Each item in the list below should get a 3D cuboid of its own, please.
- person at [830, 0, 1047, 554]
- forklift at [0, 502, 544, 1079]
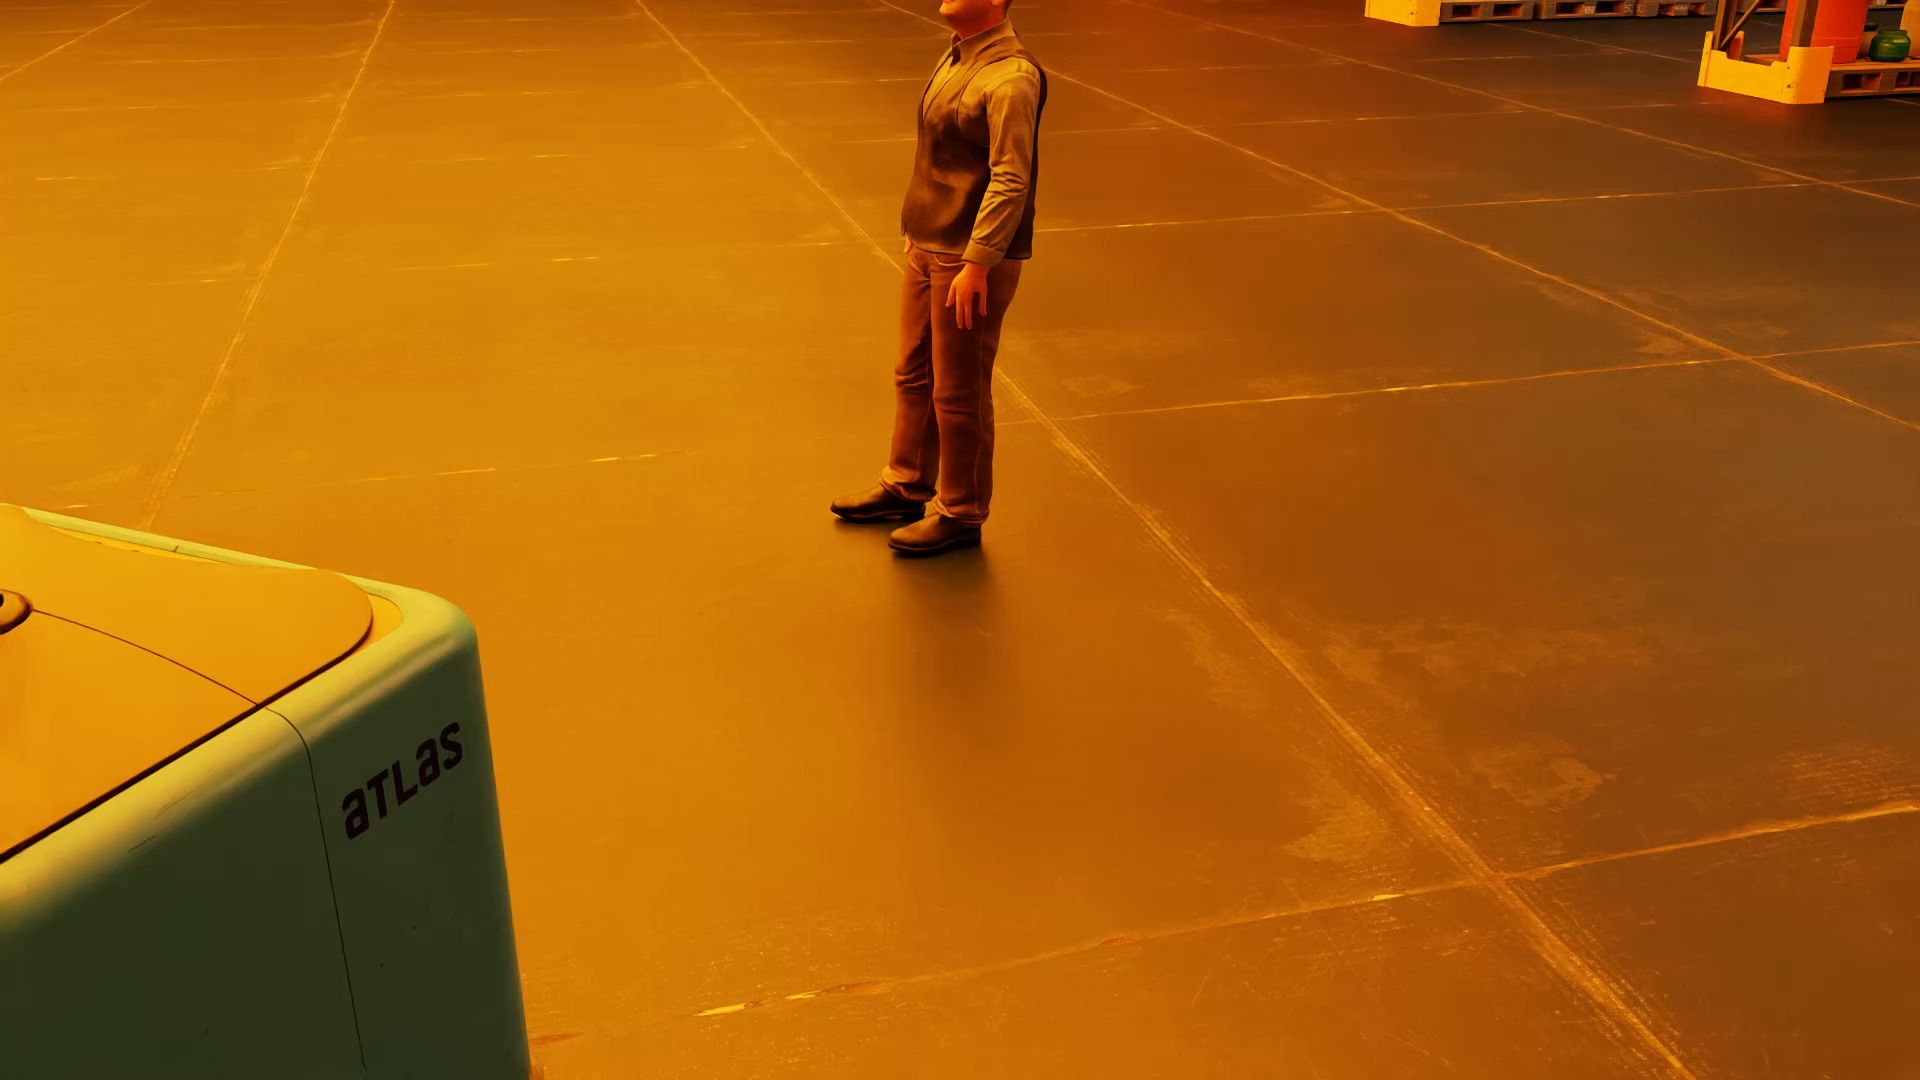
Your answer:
[{"bbox_3d":[-0.063,-0.795,4.704,0.566,1.722,0.633,-6,24,-14],"label":"person"},{"bbox_3d":[-1.657,0.168,0.916,1.130,2.935,3.031,10,25,22],"label":"forklift"}]
